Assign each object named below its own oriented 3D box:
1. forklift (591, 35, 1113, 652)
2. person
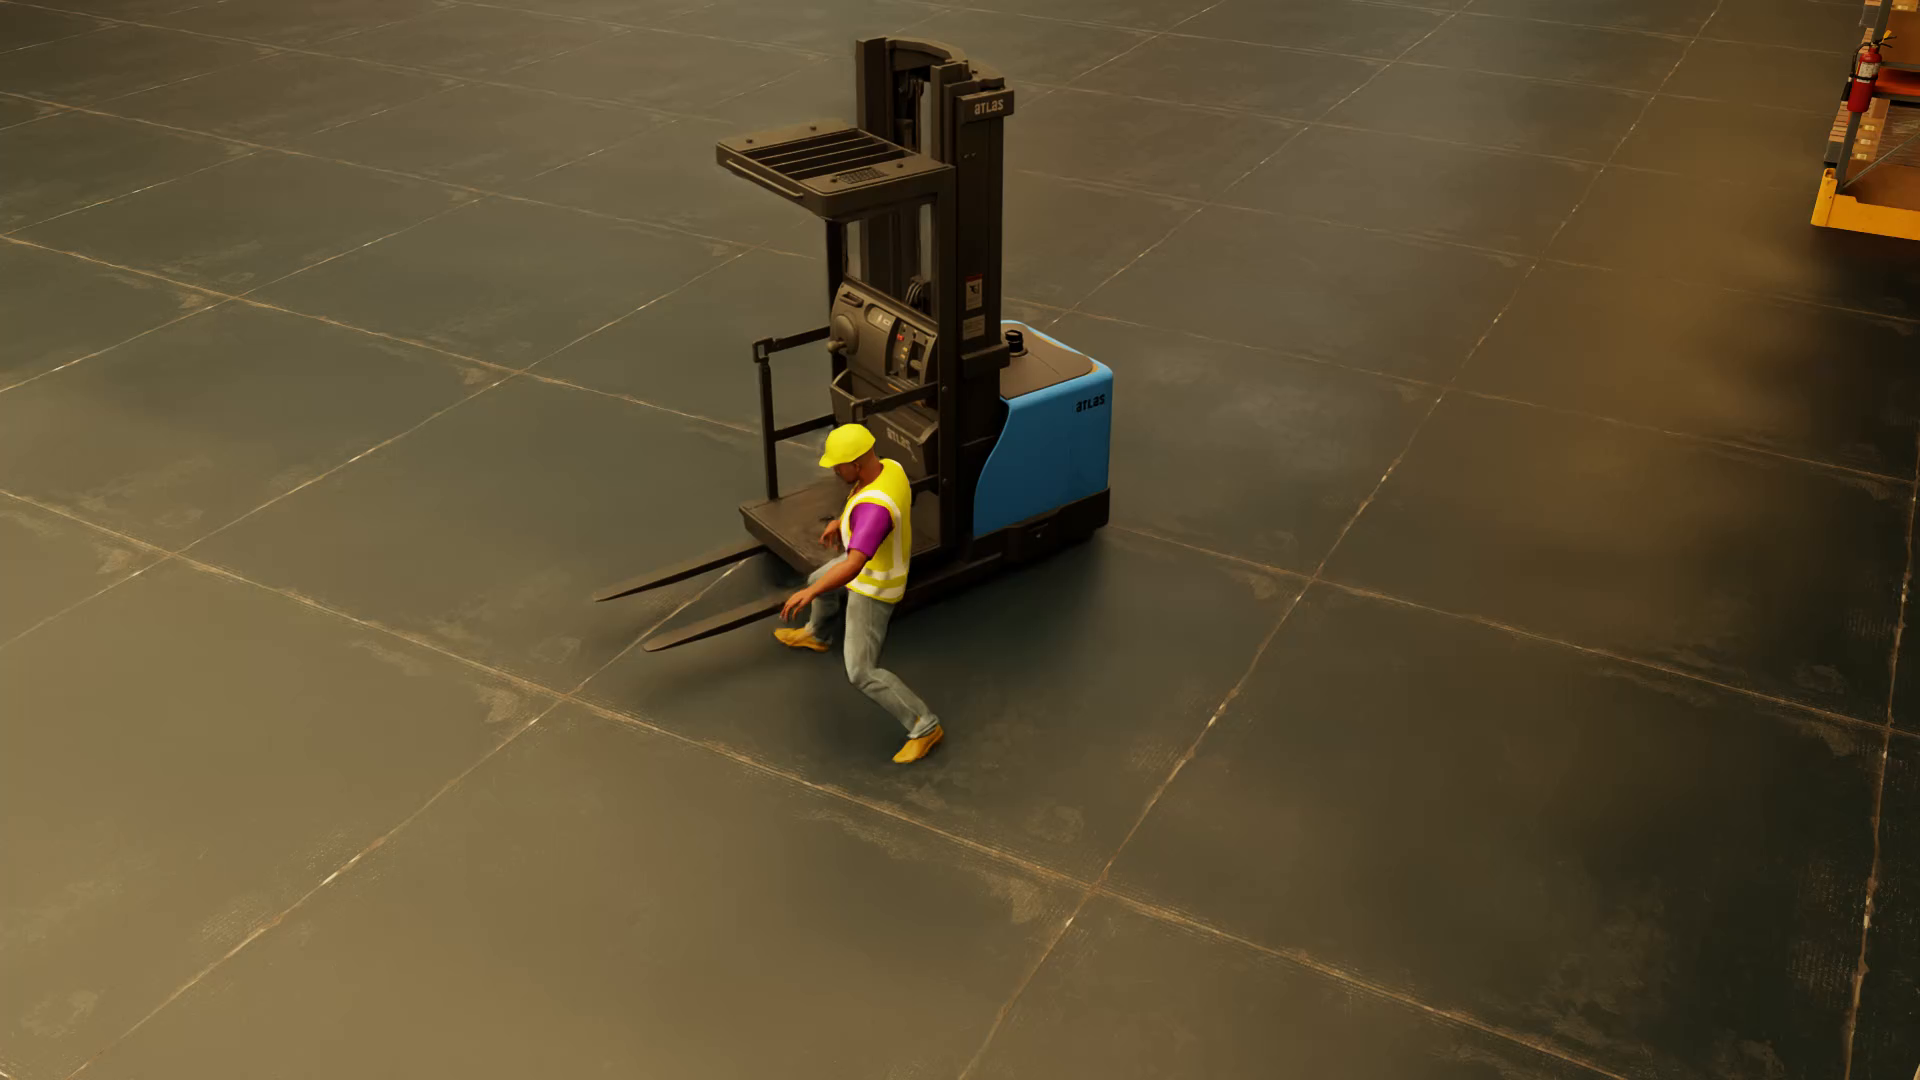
[{"bbox_3d":[-0.588,-1.084,8.948,3.031,2.935,1.130,-20,36,-31],"label":"forklift"},{"bbox_3d":[-0.546,0.164,8.187,0.987,1.606,1.055,2,30,4],"label":"person"}]
